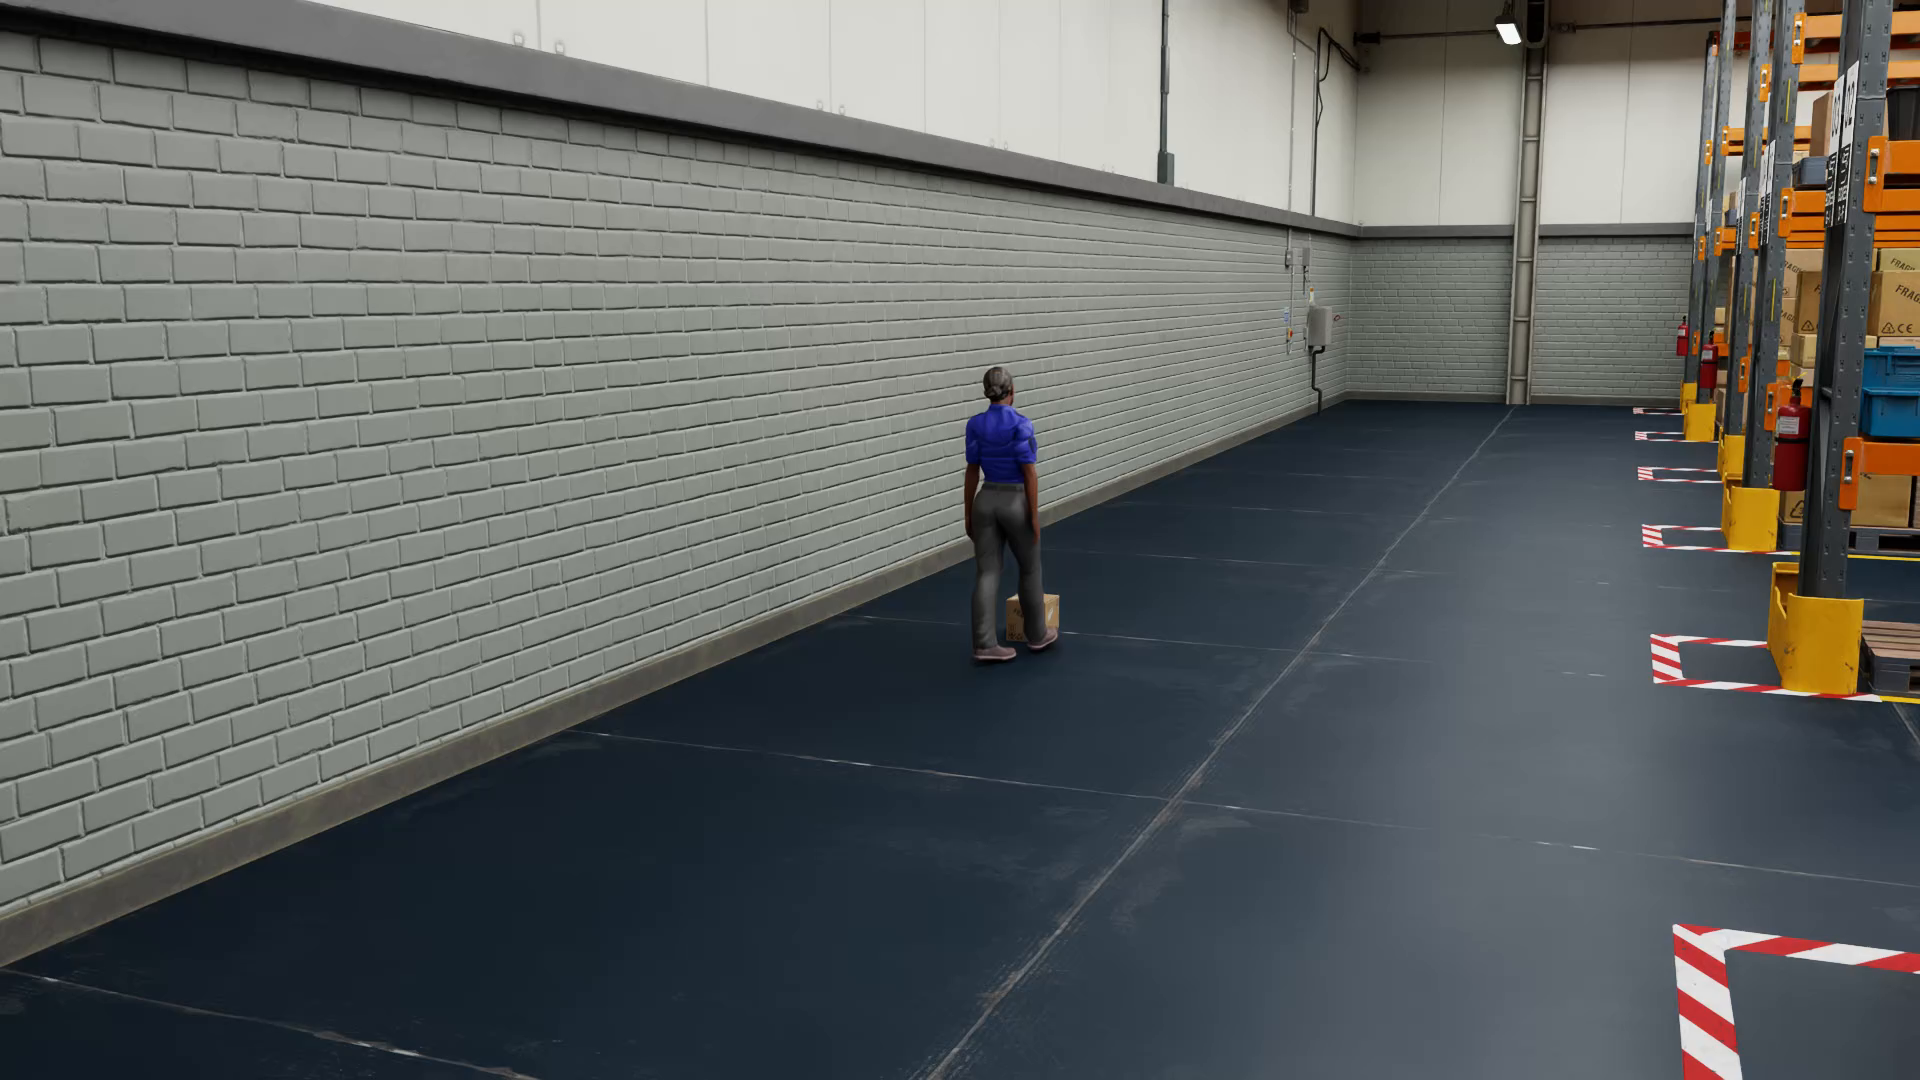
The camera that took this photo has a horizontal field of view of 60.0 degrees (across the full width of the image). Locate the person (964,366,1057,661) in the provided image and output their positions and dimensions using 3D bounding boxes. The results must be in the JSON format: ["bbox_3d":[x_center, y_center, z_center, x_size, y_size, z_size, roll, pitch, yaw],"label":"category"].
[{"bbox_3d":[0.298,-0.158,9.415,0.471,1.628,0.719,5,10,28],"label":"person"}]
